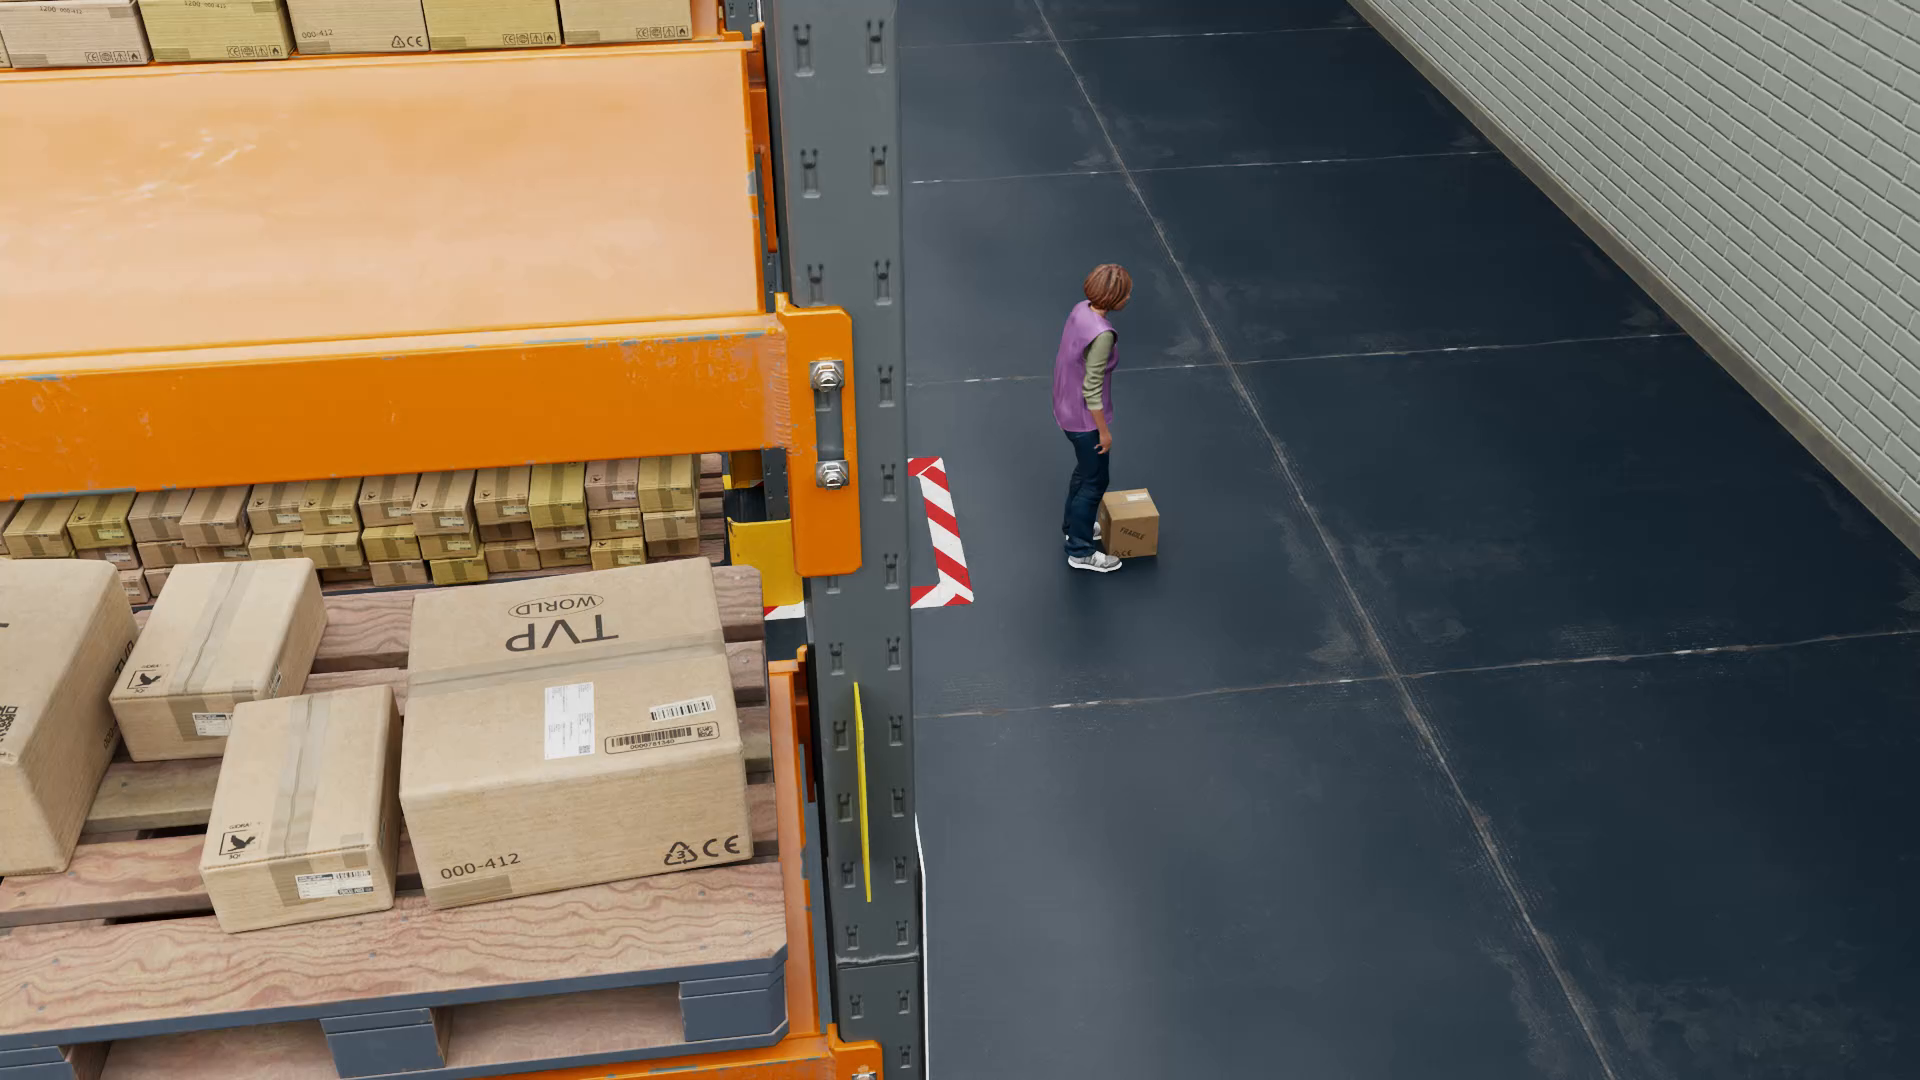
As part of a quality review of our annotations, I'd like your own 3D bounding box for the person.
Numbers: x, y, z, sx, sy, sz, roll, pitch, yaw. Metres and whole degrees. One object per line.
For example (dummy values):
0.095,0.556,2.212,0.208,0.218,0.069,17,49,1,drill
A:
0.643,-0.603,8.142,0.365,1.582,0.463,-4,36,-6,person
